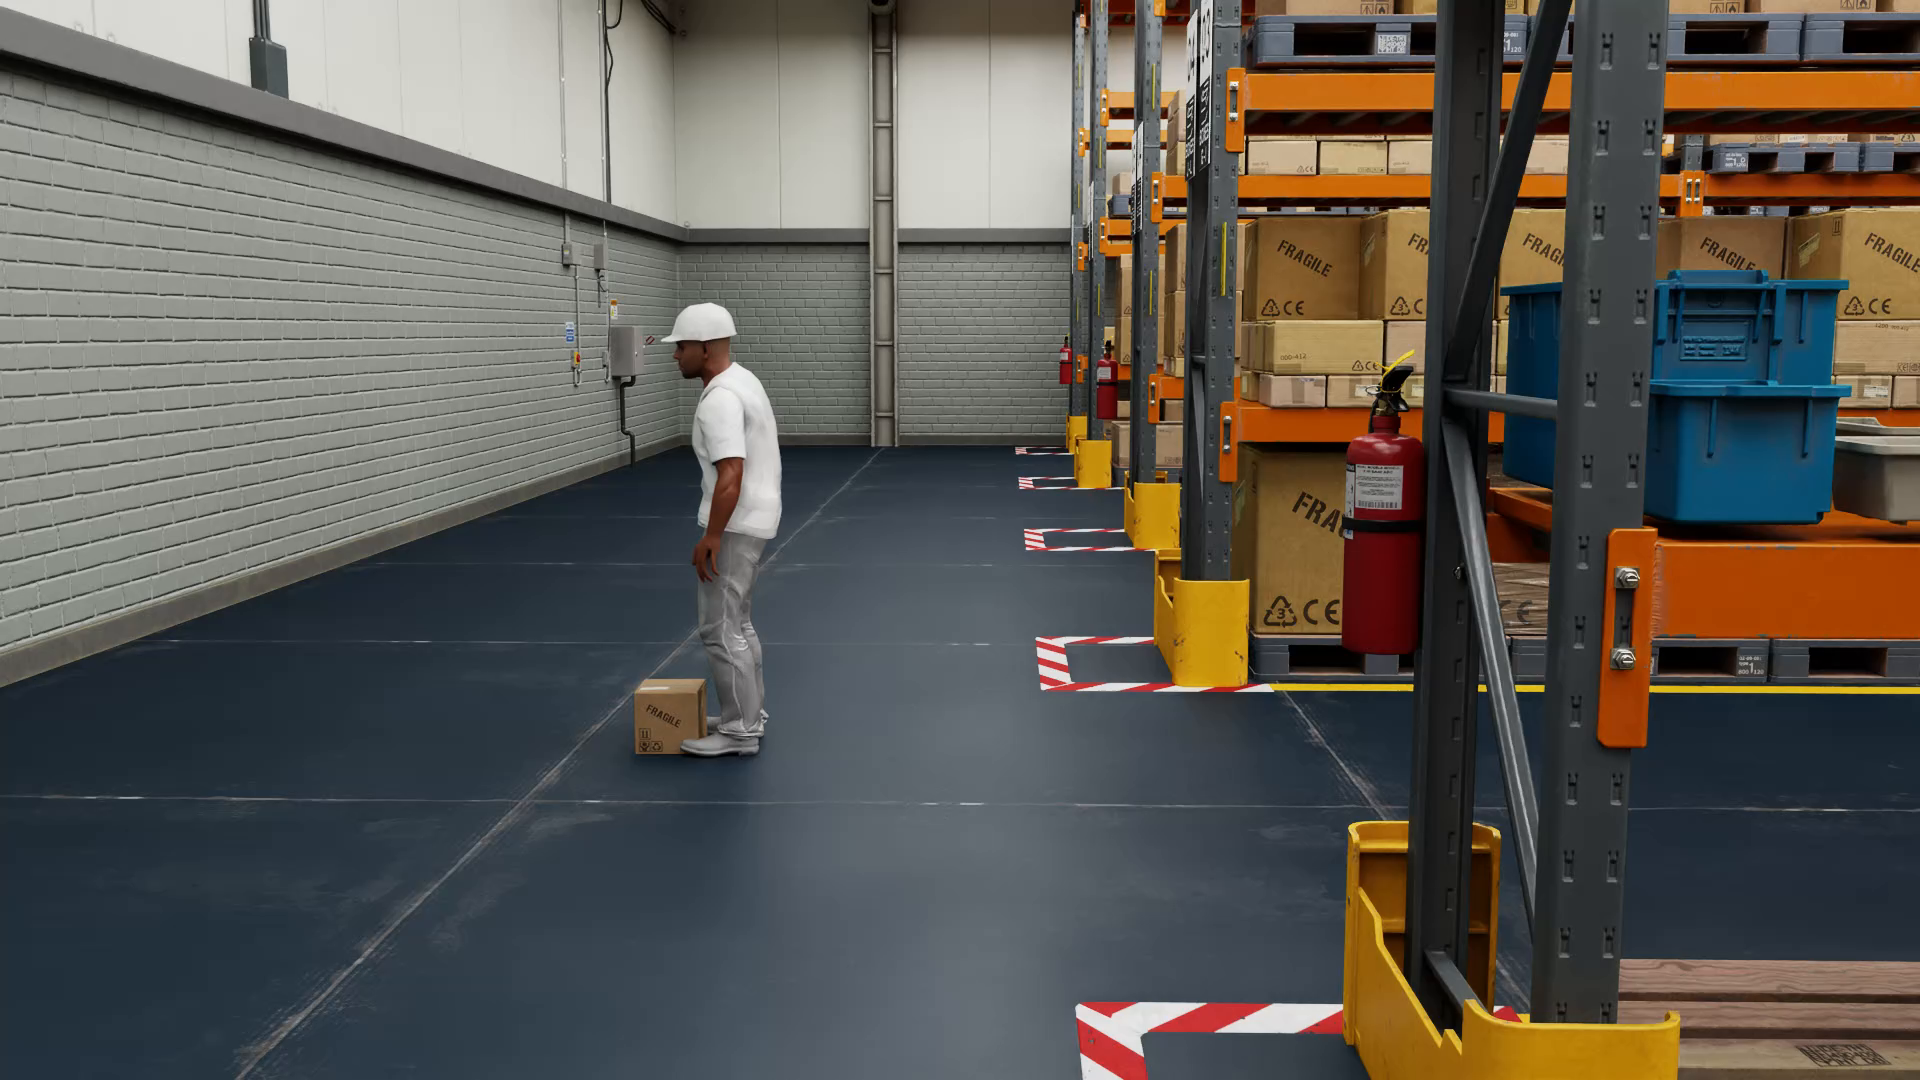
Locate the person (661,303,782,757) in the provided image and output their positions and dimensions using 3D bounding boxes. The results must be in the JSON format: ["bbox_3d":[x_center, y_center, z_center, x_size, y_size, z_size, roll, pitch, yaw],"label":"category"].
[{"bbox_3d":[-0.928,-0.044,6.545,0.456,1.761,0.637,0,7,-1],"label":"person"}]
